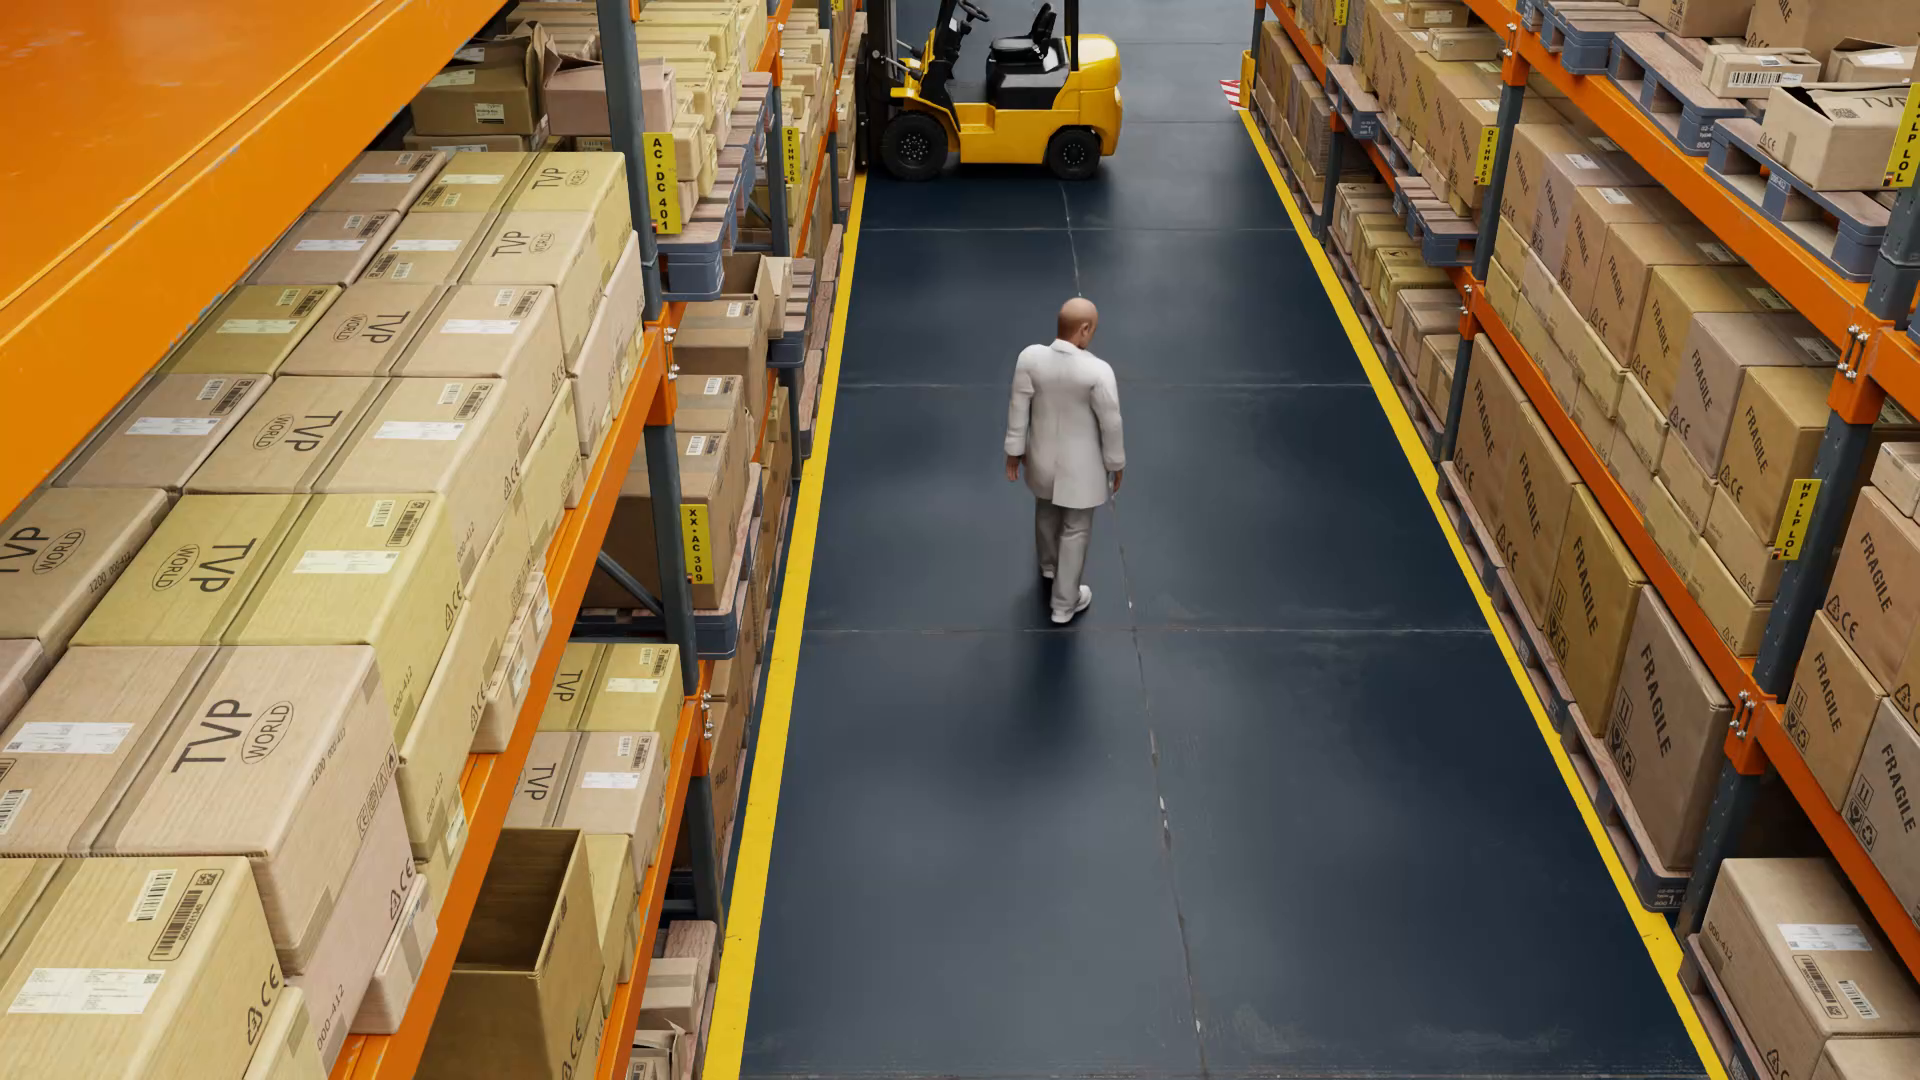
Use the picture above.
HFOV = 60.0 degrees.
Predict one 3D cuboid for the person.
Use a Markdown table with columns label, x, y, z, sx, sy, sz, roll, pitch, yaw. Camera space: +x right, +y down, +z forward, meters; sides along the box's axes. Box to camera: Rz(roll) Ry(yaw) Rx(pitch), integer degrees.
| label | x | y | z | sx | sy | sz | roll | pitch | yaw |
| --- | --- | --- | --- | --- | --- | --- | --- | --- | --- |
| person | 0.603 | -0.441 | 8.732 | 0.632 | 1.682 | 0.734 | 14 | 34 | 22 |
